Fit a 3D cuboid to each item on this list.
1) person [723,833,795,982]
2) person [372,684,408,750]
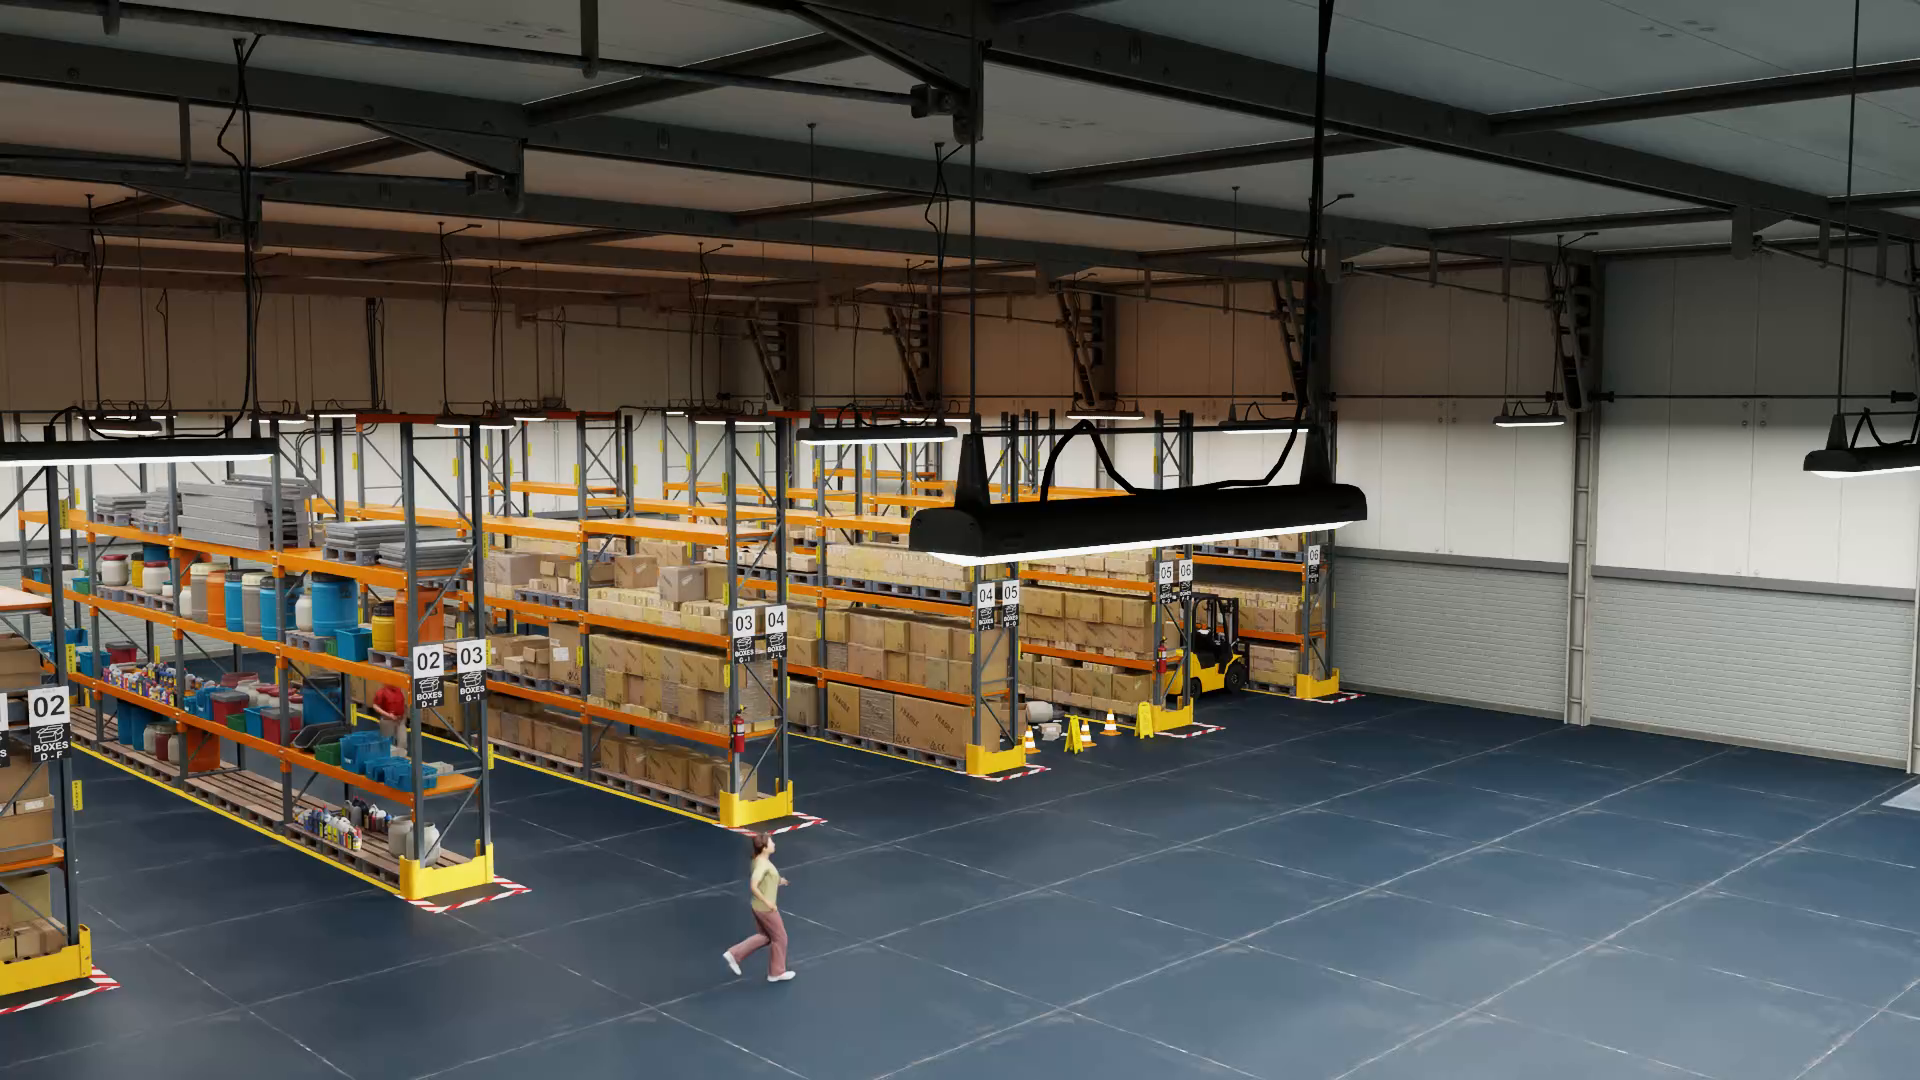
[{"bbox_3d":[-2.151,3.955,17.851,0.780,1.639,0.581,-2,5,-19],"label":"person"},{"bbox_3d":[-9.544,3.072,27.863,0.841,1.718,0.666,3,6,33],"label":"person"}]
